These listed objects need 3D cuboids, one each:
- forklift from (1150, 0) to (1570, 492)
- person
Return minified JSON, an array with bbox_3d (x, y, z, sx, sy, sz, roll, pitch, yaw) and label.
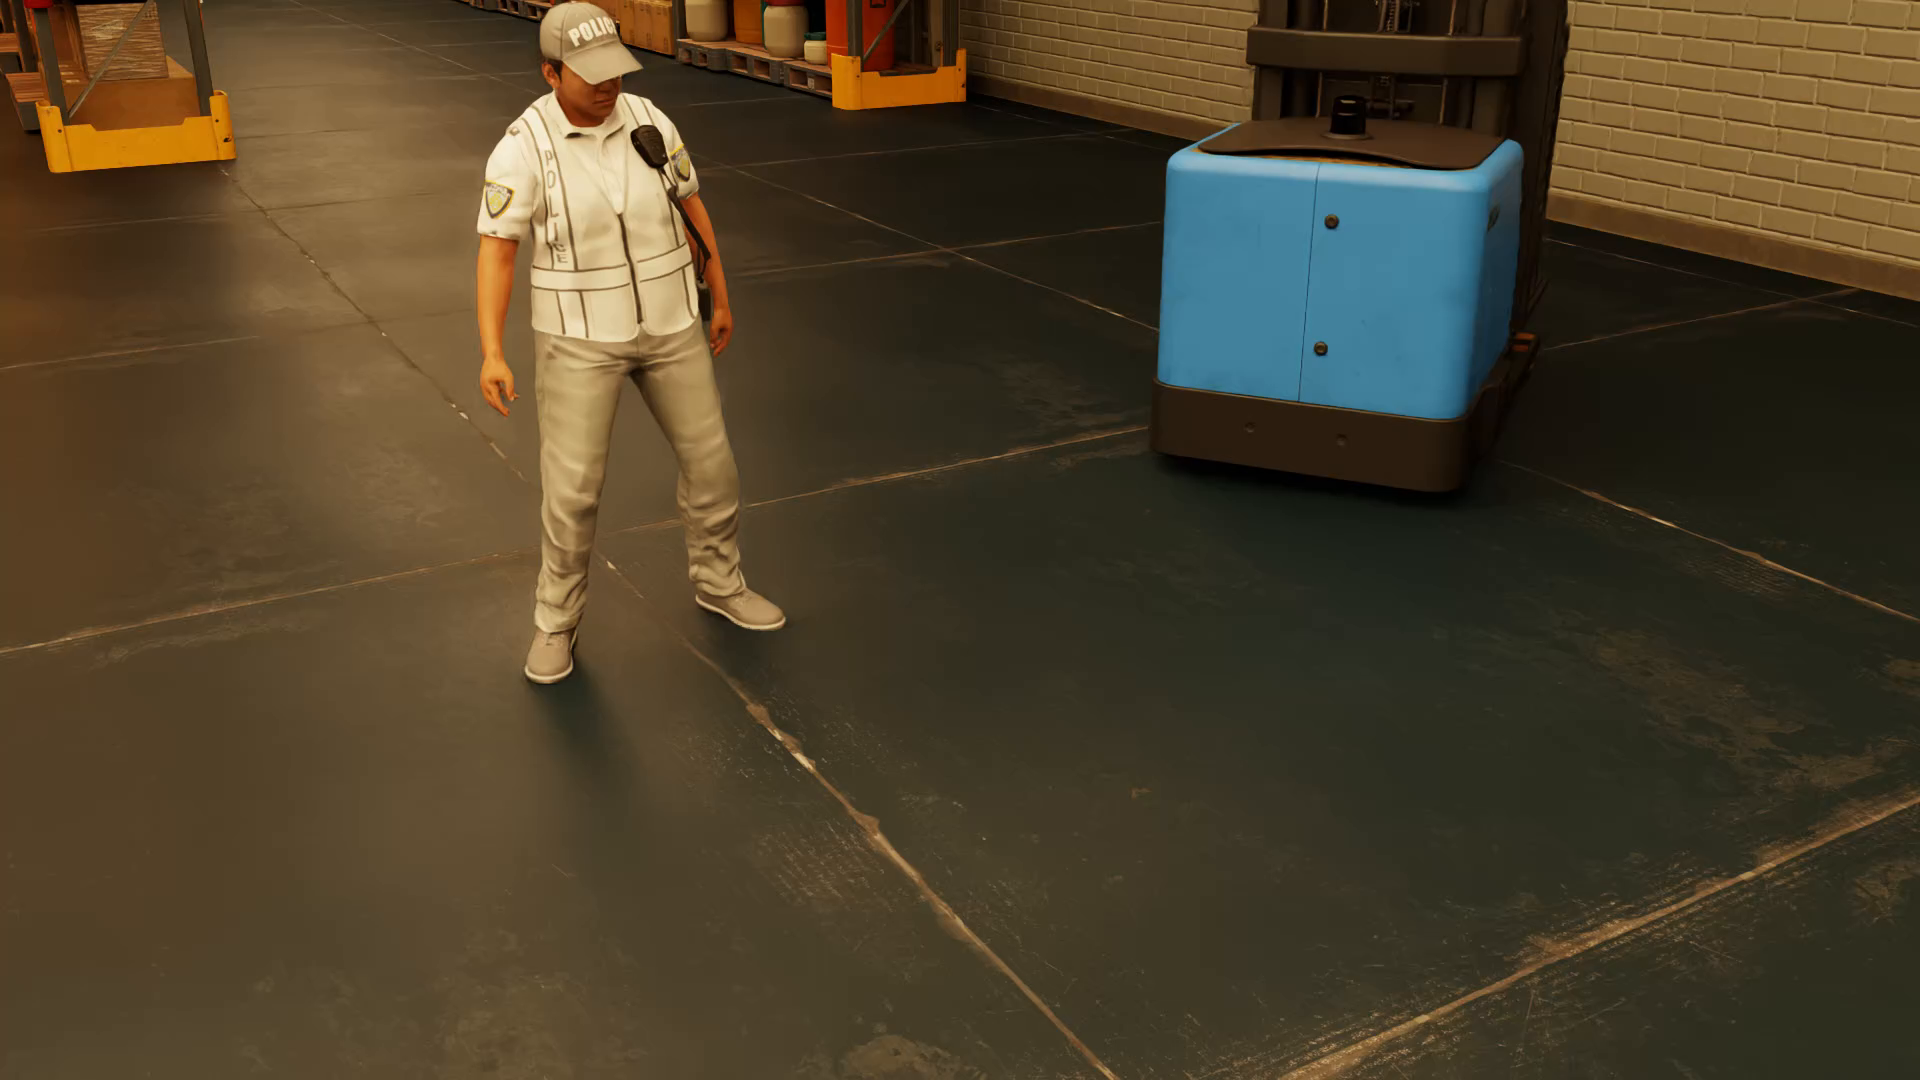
[{"bbox_3d":[1.733,-2.033,6.228,1.130,2.935,3.031,10,24,23],"label":"forklift"},{"bbox_3d":[-0.858,-0.496,4.191,0.752,1.655,0.418,-12,25,-28],"label":"person"}]
